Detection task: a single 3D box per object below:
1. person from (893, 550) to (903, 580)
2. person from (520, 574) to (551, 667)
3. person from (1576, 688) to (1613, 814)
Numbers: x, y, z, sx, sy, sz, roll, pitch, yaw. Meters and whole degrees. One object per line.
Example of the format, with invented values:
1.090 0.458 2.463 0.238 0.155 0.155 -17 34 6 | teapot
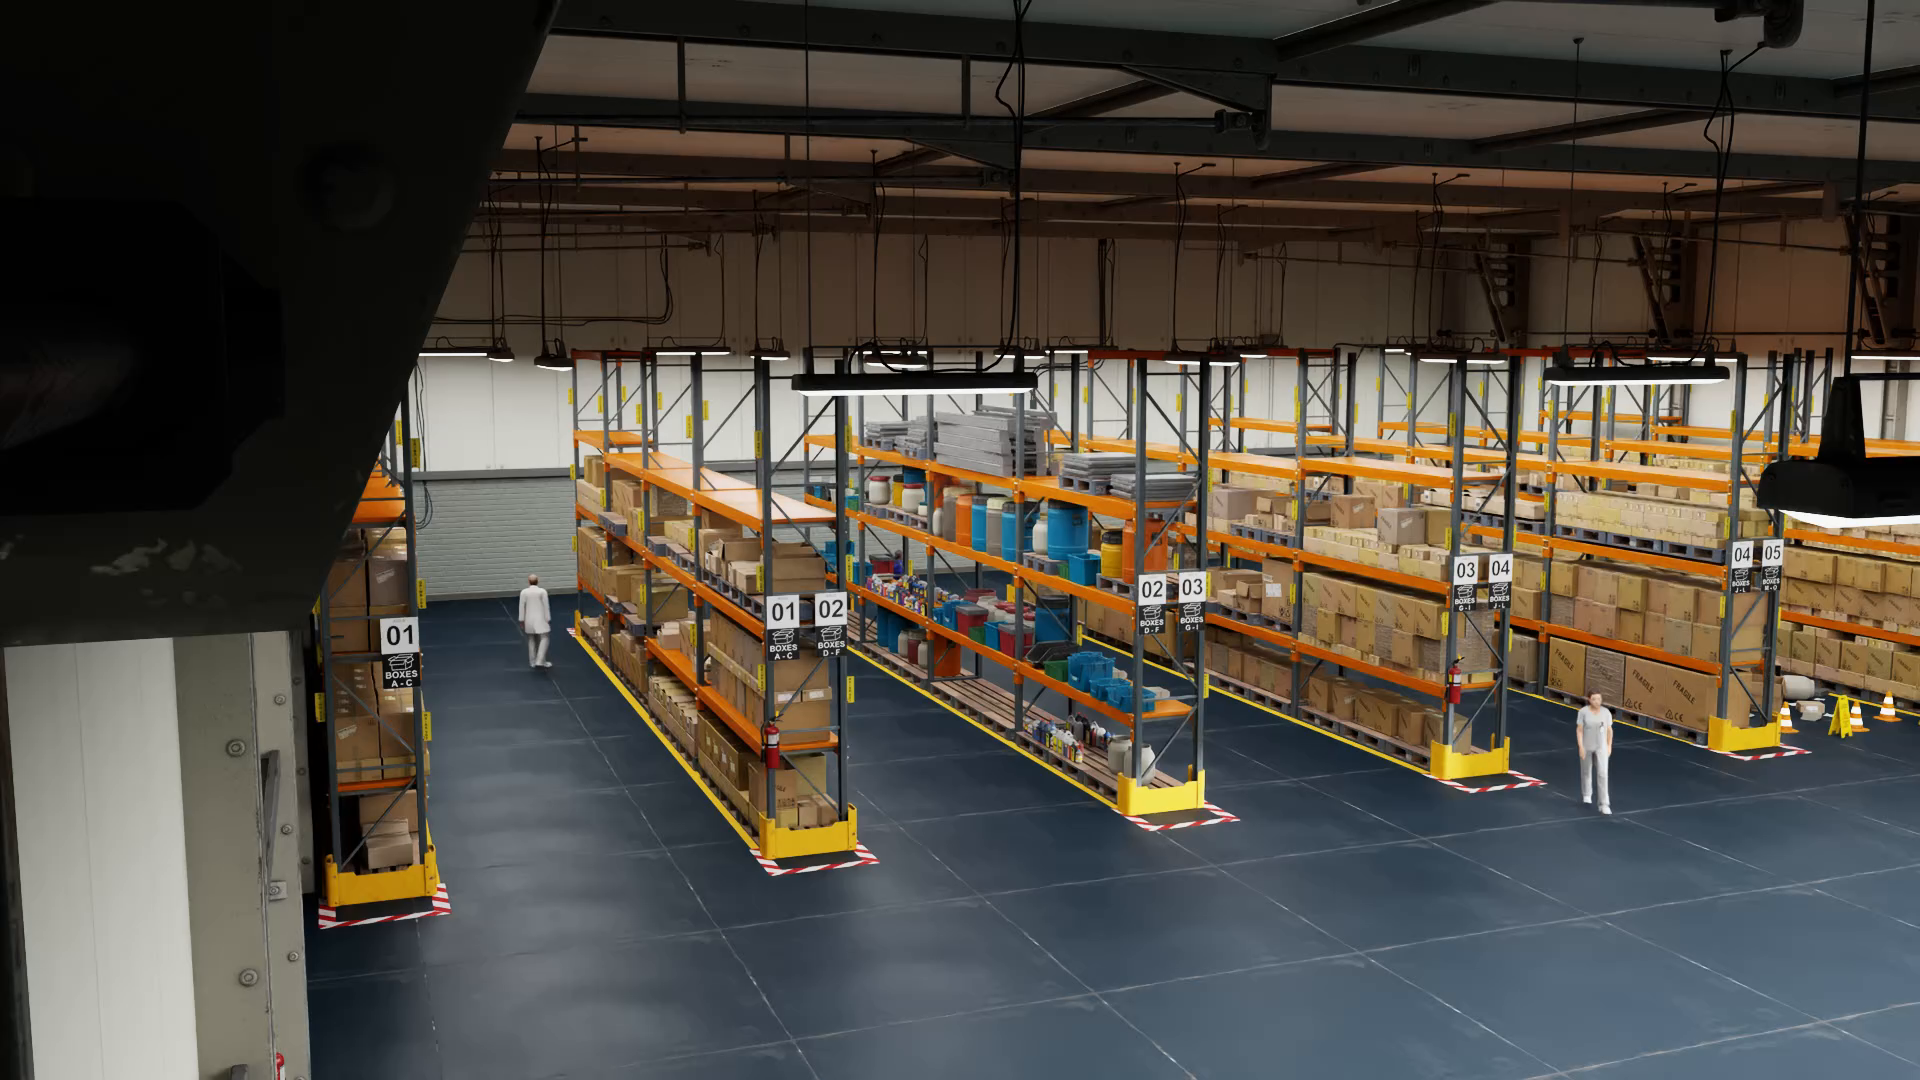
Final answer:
-1.333 1.059 35.945 0.512 1.701 0.508 -7 10 -43 | person
-8.056 1.545 31.536 0.587 1.763 0.588 1 7 4 | person
8.402 2.767 22.040 0.466 1.624 1.012 2 7 19 | person
